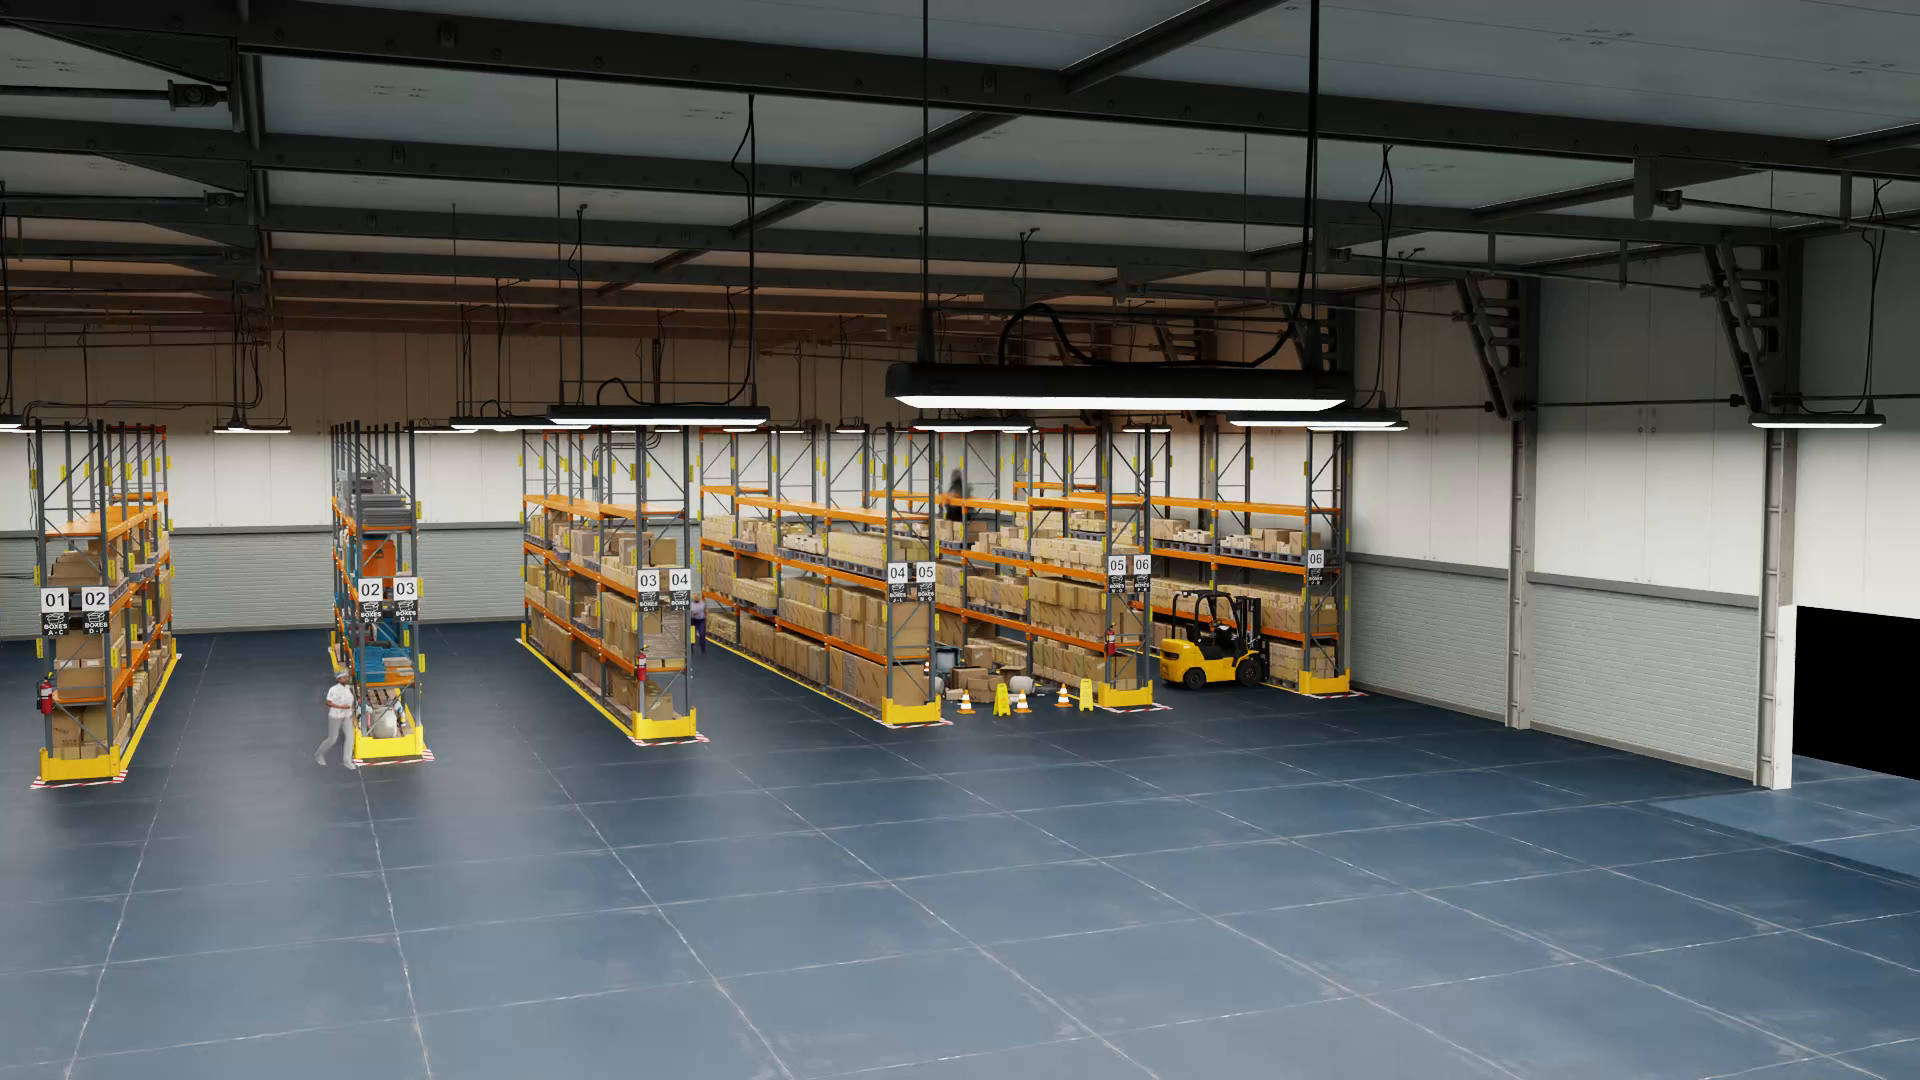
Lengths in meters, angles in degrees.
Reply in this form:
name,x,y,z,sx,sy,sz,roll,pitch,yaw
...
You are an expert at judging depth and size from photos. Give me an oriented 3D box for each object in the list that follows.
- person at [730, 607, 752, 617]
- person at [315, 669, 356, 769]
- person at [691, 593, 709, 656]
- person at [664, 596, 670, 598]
name,x,y,z,sx,sy,sz,roll,pitch,yaw
person,-6.565,1.747,49.694,0.780,1.748,0.663,-3,4,-35
person,-10.708,3.073,28.722,0.879,1.701,0.606,2,4,27
person,-6.821,2.173,43.272,0.613,1.602,1.037,-1,4,-19
person,-8.361,1.988,46.832,0.596,1.622,0.554,0,4,-8
